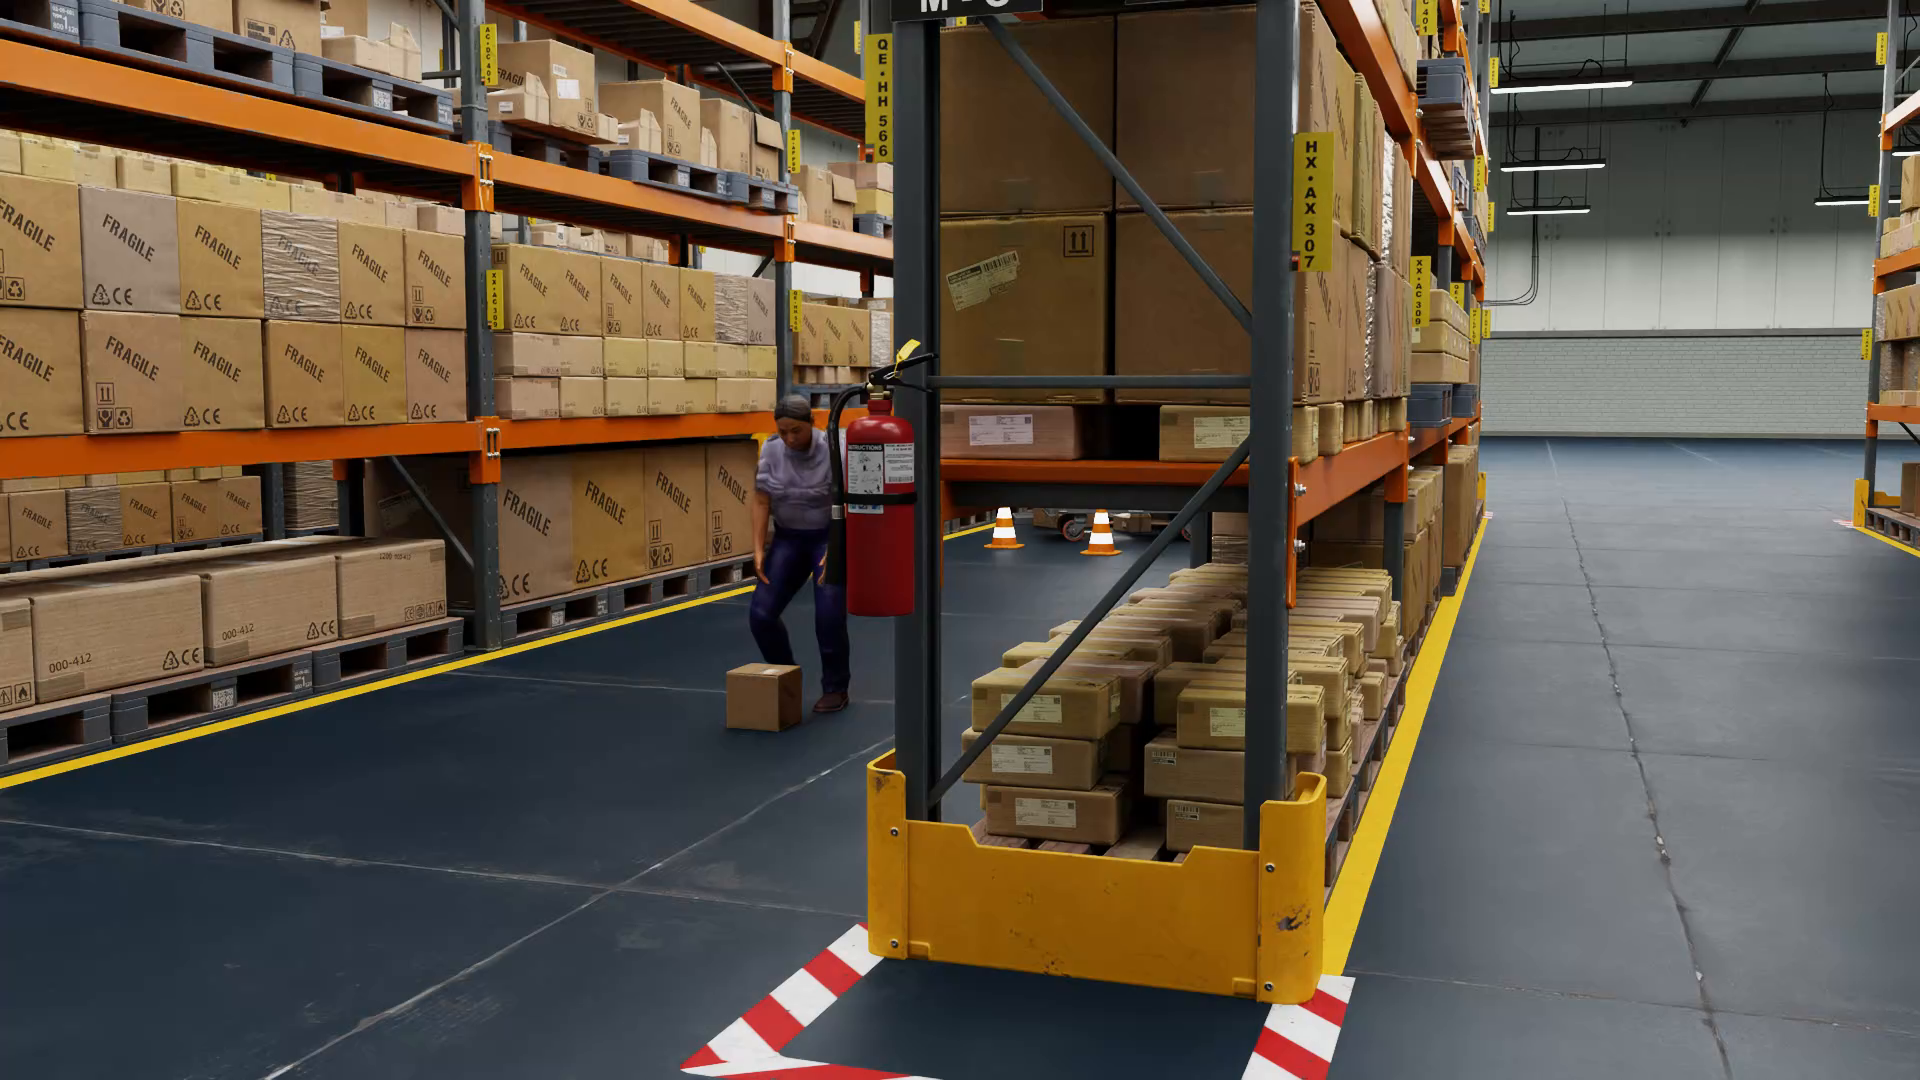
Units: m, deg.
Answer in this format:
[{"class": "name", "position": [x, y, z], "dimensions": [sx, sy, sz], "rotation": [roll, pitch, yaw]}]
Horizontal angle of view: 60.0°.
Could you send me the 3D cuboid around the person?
[{"class": "person", "position": [-0.694, 0.058, 7.739], "dimensions": [0.528, 1.469, 0.573], "rotation": [2, 6, 19]}]
